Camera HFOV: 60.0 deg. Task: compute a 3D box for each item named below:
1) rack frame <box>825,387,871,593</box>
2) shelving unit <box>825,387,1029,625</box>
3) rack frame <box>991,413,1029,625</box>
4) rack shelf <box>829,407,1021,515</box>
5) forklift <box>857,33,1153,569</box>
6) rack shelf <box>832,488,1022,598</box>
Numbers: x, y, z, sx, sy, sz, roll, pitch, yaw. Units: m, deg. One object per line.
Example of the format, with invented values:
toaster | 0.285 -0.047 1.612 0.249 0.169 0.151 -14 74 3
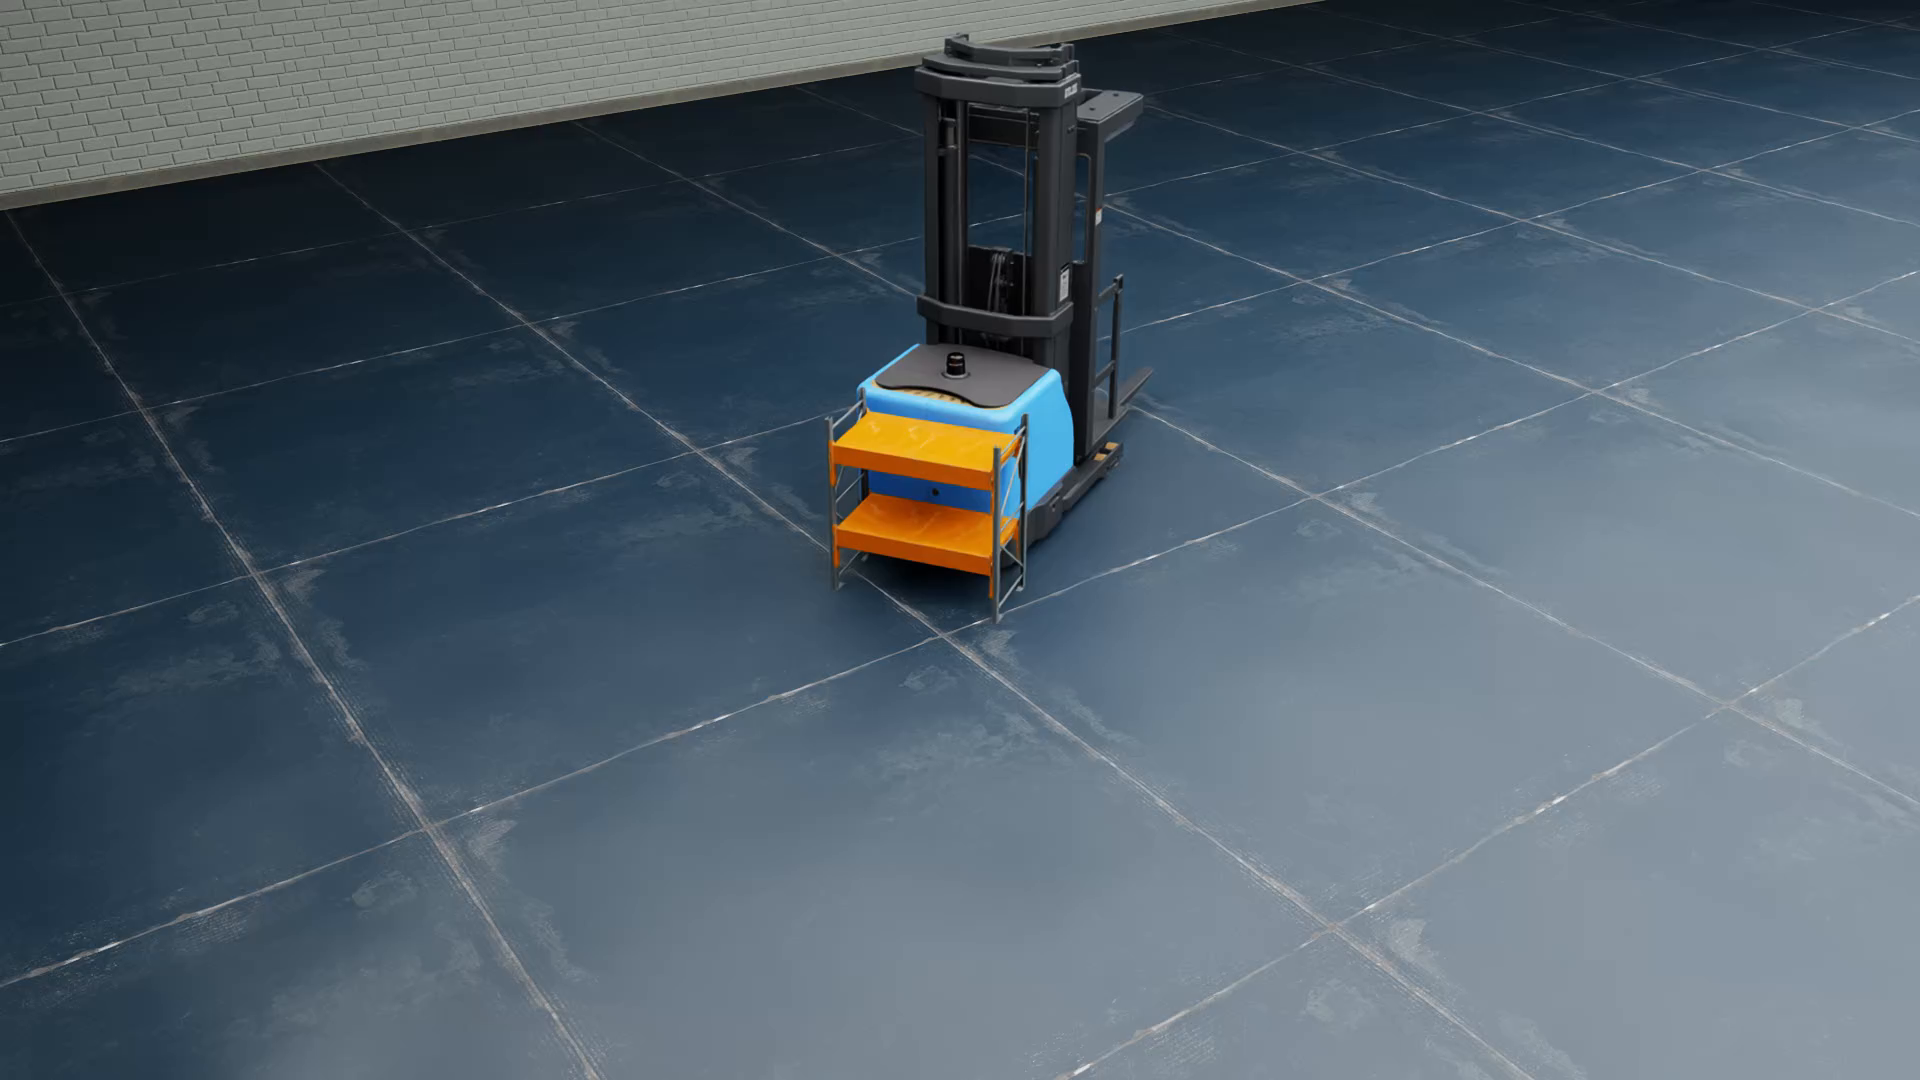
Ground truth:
rack frame | -0.658 -0.294 9.840 0.032 1.125 0.500 11 30 19
shelving unit | -0.185 -0.206 9.676 1.048 1.125 0.538 11 30 19
rack frame | 0.287 -0.117 9.513 0.032 1.125 0.500 11 30 19
rack shelf | -0.185 -0.463 9.537 1.000 0.278 0.538 11 30 19
forklift | 0.469 -1.792 10.706 1.130 2.935 3.031 13 31 23
rack shelf | -0.185 0.009 9.793 1.000 0.278 0.538 11 30 19
